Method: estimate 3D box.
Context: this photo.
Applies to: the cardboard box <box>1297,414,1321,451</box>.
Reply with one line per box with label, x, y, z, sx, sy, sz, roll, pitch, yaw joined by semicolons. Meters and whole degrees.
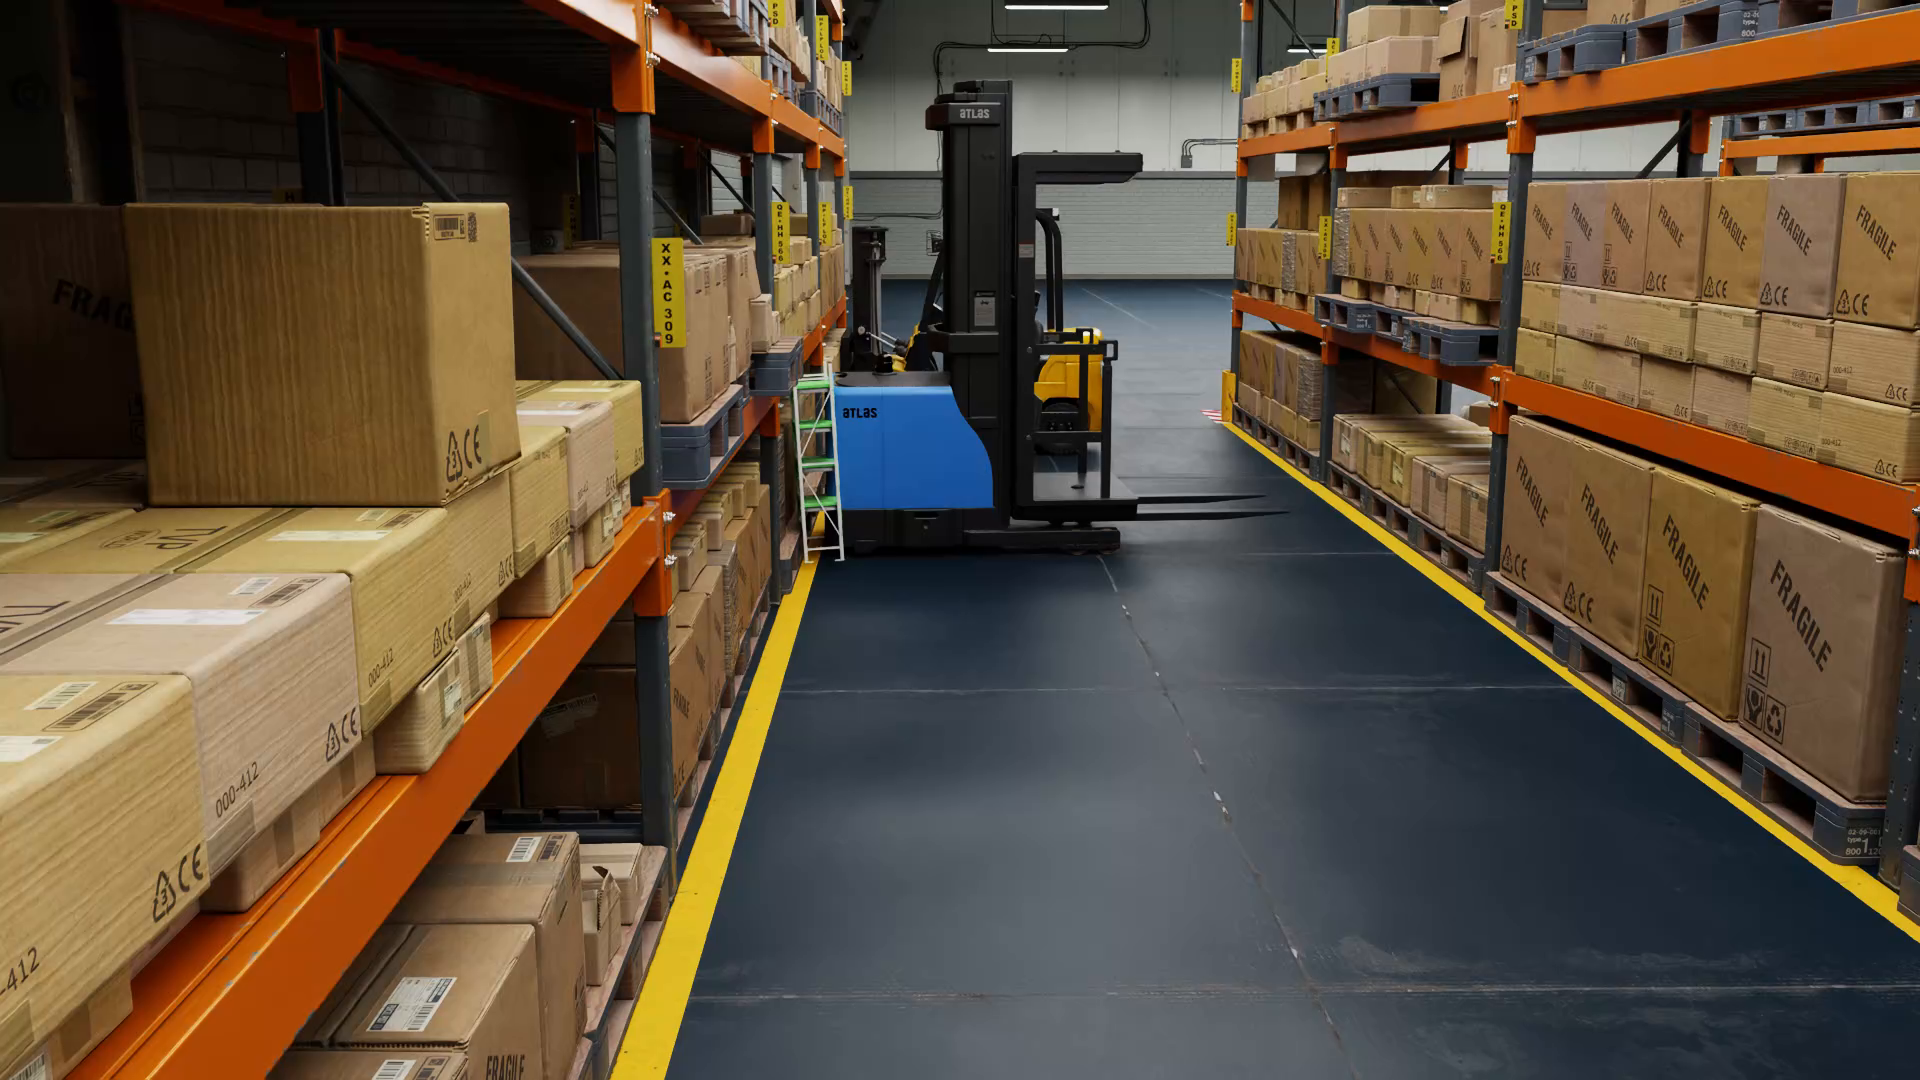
cardboard box;3.096;-0.900;13.812;0.500;0.250;0.500;0;11;1

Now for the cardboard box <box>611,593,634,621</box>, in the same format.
cardboard box;-1.223;0.169;5.532;0.380;0.149;0.250;0;11;-2

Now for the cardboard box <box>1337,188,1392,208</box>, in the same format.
cardboard box;3.033;-2.549;12.393;0.380;0.149;0.250;0;11;-1

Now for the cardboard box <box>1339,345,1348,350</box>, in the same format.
cardboard box;3.603;-1.479;14.779;0.500;0.500;0.500;0;11;2

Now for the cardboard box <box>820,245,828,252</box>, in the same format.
cardboard box;-1.301;-2.488;13.897;0.380;0.149;0.250;0;11;0

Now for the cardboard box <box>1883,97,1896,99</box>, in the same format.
cardboard box;7.979;-3.791;13.982;0.380;0.149;0.250;0;11;-1

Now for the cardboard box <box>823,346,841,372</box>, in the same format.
cardboard box;-1.304;-1.551;14.503;0.500;0.250;0.500;0;11;1

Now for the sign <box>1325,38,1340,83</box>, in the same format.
sign;2.834;-3.645;12.638;0.100;0.325;0.005;0;11;-1

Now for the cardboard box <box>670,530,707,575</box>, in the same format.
cardboard box;-1.252;0.055;6.841;0.380;0.149;0.250;0;11;1

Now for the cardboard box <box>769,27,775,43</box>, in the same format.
cardboard box;-1.207;-2.790;9.004;0.380;0.166;0.250;0;11;-1

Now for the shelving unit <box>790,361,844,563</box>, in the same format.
shelving unit;-0.895;-0.494;10.325;0.258;1.200;0.503;-4;9;-8

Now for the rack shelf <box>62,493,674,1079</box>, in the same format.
rack shelf;-1.379;0.436;3.175;1.077;0.370;4.000;0;11;-1

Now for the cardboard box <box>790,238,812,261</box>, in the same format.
cardboard box;-1.243;-2.053;11.749;0.380;0.149;0.250;-1;11;-3

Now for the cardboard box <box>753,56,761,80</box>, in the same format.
cardboard box;-1.250;-2.405;8.202;0.500;0.250;0.500;-1;11;-3

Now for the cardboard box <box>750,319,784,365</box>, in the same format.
cardboard box;-1.268;-1.125;9.438;0.500;0.250;0.500;0;11;-1

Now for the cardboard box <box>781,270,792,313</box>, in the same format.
cardboard box;-1.277;-1.470;9.878;0.500;0.250;0.500;0;11;1

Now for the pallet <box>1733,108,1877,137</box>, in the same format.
pallet;8.267;-4.040;16.109;1.003;0.211;1.213;0;11;-1

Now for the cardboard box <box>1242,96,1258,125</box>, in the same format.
cardboard box;3.038;-4.162;16.115;0.500;0.250;0.500;0;11;-2

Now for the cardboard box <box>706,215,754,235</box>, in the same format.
cardboard box;-1.858;-2.529;13.352;0.380;0.149;0.250;-1;11;-3

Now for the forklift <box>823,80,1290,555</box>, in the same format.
forklift;0.621;-1.446;10.814;3.031;2.935;1.130;-1;12;-4

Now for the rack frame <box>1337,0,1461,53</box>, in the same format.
rack frame;3.377;-4.866;12.410;1.000;3.000;0.127;0;11;-1

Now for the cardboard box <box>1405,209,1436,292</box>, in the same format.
cardboard box;3.139;-1.823;10.446;0.500;0.500;0.500;-1;12;-5

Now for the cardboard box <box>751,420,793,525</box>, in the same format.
cardboard box;-1.524;-0.405;10.429;0.875;0.625;0.625;0;11;1

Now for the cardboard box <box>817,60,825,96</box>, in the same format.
cardboard box;-1.360;-3.752;13.381;0.500;0.311;0.500;0;11;0

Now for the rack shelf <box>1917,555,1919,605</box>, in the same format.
rack shelf;3.583;0.415;3.280;1.077;0.370;4.000;0;11;-1

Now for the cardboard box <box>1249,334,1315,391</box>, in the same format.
cardboard box;3.050;-1.676;15.751;0.500;0.500;0.500;-1;11;-3

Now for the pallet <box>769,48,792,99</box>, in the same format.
pallet;-1.607;-2.621;9.367;1.213;0.211;1.003;0;11;1

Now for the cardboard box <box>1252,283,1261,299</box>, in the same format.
cardboard box;2.997;-2.375;15.855;0.380;0.149;0.250;0;11;0

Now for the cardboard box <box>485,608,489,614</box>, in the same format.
cardboard box;-1.147;0.178;3.269;0.380;0.149;0.250;0;11;-1

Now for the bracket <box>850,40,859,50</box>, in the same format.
bracket;-2.812;-13.144;44.162;0.235;0.232;0.430;0;11;-1

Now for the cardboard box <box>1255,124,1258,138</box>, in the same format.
cardboard box;3.071;-3.949;16.065;0.380;0.149;0.250;-1;11;-3

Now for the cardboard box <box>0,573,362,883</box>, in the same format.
cardboard box;-1.089;0.217;2.074;0.500;0.250;0.500;0;11;-1

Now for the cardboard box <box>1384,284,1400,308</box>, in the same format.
cardboard box;3.071;-1.638;11.164;0.380;0.149;0.250;0;11;1

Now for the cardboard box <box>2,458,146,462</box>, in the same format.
cardboard box;-1.654;-0.085;3.561;0.500;0.250;0.500;0;11;0

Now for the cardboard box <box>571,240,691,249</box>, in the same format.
cardboard box;-1.649;-1.261;8.424;0.500;0.500;0.500;0;11;2

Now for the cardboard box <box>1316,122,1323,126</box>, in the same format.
cardboard box;3.118;-3.435;13.536;0.380;0.149;0.250;0;11;-1

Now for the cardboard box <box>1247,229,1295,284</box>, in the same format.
cardboard box;3.040;-2.717;15.909;0.500;0.500;0.500;0;11;1

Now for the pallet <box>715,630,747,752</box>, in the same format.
pallet;-1.503;0.648;7.335;1.003;0.211;1.213;0;11;-1

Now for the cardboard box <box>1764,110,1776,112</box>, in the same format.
cardboard box;7.938;-4.193;15.962;0.380;0.149;0.250;0;11;-1

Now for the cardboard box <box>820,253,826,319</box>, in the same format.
cardboard box;-1.334;-2.043;13.332;0.500;0.500;0.500;-1;11;-3

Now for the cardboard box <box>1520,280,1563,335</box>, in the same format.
cardboard box;3.223;-1.200;8.551;0.500;0.250;0.500;0;11;-2

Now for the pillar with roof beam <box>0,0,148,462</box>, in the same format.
pillar with roof beam;1.997;-3.130;3.854;9.100;9.000;0.400;0;11;-1

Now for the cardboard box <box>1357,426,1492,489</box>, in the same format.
cardboard box;3.408;-0.596;12.008;0.950;0.372;0.625;0;11;2

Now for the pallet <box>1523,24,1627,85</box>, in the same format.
pallet;3.526;-2.380;8.178;1.213;0.211;1.003;0;11;1

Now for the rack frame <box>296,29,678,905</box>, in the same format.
rack frame;-1.421;-0.314;5.064;1.000;3.000;0.127;0;11;-1

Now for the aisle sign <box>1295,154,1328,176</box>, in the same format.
aisle sign;3.583;-4.008;16.734;0.394;0.787;0.004;0;11;-1

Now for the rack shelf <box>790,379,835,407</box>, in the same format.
rack shelf;-0.917;-0.905;10.263;0.258;0.148;0.480;-4;9;-8

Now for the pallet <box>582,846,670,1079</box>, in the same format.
pallet;-1.407;1.189;4.668;1.003;0.211;1.213;0;11;-1

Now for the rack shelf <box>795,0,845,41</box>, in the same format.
rack shelf;-1.627;-4.694;14.377;1.077;0.370;4.000;0;11;-1

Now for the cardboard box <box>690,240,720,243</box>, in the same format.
cardboard box;-1.820;-1.947;11.229;0.380;0.149;0.250;0;11;-2

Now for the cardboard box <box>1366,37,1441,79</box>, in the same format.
cardboard box;3.032;-3.209;11.111;0.500;0.250;0.500;0;11;-2

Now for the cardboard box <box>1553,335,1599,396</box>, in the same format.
cardboard box;3.246;-0.857;8.115;0.500;0.250;0.500;-1;11;-3

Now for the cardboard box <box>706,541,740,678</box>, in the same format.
cardboard box;-1.237;0.300;7.268;0.500;0.500;0.500;-1;11;-3

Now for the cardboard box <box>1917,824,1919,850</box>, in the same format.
cardboard box;3.448;0.840;4.763;0.875;0.438;0.875;0;11;-2

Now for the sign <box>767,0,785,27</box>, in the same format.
sign;-0.961;-2.835;8.642;0.100;0.325;0.005;0;11;-1
